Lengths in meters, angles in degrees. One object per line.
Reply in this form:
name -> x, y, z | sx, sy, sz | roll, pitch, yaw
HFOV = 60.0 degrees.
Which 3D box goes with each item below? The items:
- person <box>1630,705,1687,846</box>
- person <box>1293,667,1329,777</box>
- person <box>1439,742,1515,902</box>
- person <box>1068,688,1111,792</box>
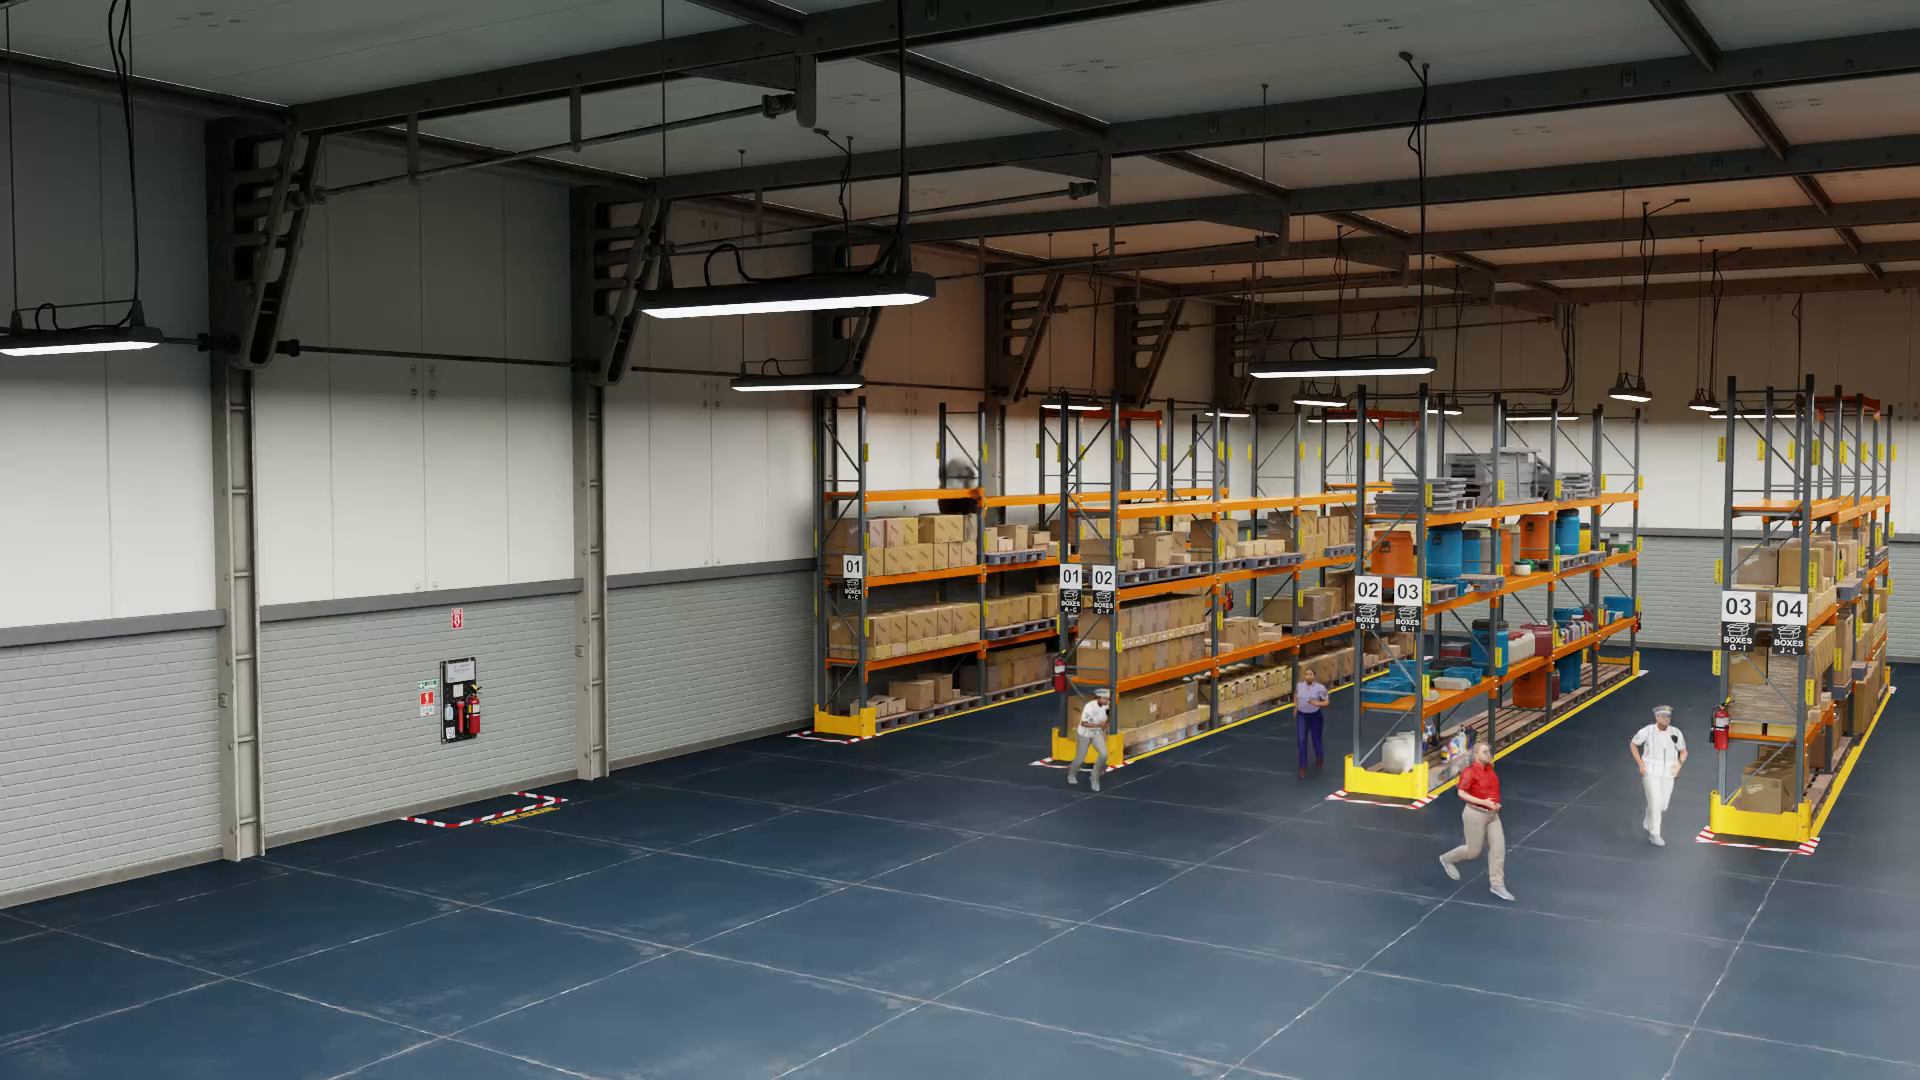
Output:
person -> 9.055, 2.999, 21.533 | 0.676, 1.750, 0.796 | 0, 3, 2
person -> 5.460, 2.797, 25.879 | 0.599, 1.651, 0.937 | 1, 3, 24
person -> 5.896, 3.158, 18.882 | 0.664, 1.737, 0.944 | -2, 4, -34
person -> 1.950, 2.953, 24.714 | 0.611, 1.577, 0.963 | -2, 4, -33
